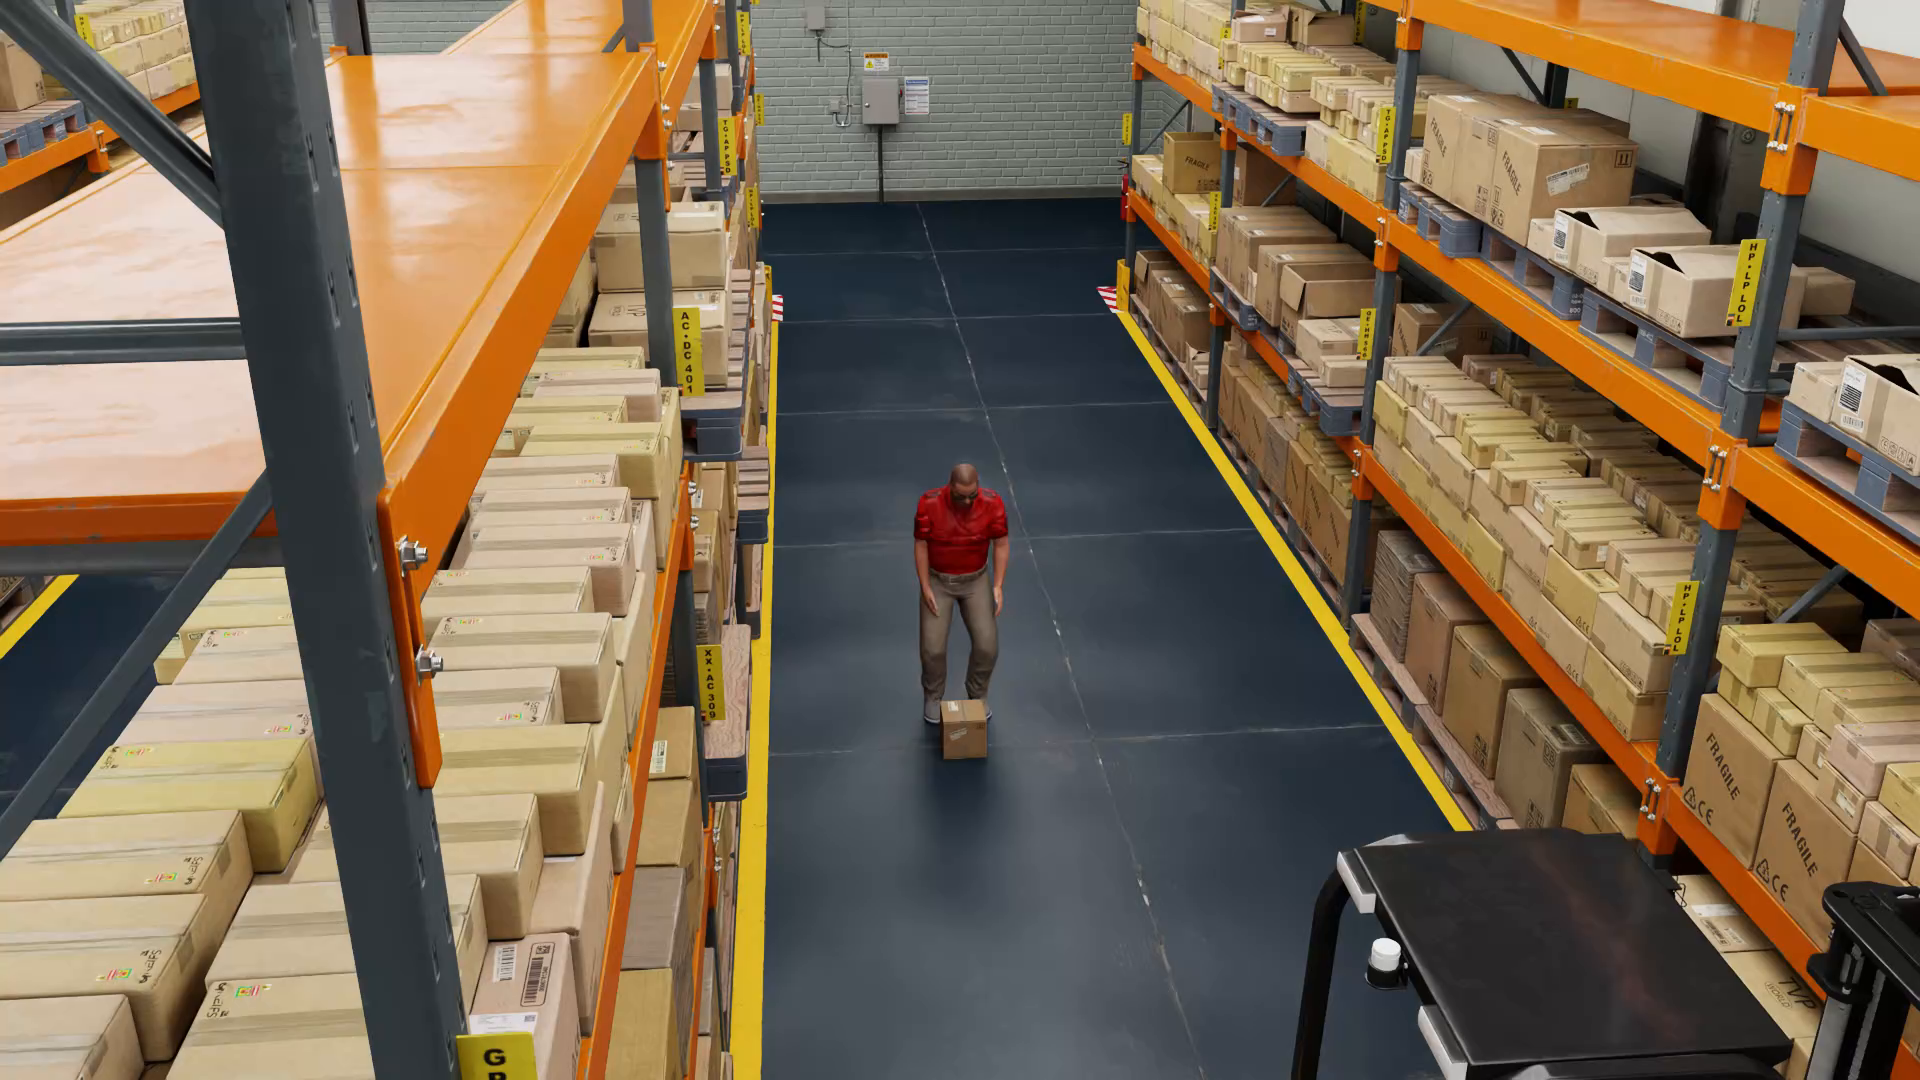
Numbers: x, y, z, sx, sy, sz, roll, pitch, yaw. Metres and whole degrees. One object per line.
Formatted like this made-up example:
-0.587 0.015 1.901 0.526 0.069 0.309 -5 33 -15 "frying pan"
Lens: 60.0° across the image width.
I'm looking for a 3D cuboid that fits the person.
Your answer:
0.008 0.282 9.816 0.564 1.650 0.464 -2 24 -4 "person"
